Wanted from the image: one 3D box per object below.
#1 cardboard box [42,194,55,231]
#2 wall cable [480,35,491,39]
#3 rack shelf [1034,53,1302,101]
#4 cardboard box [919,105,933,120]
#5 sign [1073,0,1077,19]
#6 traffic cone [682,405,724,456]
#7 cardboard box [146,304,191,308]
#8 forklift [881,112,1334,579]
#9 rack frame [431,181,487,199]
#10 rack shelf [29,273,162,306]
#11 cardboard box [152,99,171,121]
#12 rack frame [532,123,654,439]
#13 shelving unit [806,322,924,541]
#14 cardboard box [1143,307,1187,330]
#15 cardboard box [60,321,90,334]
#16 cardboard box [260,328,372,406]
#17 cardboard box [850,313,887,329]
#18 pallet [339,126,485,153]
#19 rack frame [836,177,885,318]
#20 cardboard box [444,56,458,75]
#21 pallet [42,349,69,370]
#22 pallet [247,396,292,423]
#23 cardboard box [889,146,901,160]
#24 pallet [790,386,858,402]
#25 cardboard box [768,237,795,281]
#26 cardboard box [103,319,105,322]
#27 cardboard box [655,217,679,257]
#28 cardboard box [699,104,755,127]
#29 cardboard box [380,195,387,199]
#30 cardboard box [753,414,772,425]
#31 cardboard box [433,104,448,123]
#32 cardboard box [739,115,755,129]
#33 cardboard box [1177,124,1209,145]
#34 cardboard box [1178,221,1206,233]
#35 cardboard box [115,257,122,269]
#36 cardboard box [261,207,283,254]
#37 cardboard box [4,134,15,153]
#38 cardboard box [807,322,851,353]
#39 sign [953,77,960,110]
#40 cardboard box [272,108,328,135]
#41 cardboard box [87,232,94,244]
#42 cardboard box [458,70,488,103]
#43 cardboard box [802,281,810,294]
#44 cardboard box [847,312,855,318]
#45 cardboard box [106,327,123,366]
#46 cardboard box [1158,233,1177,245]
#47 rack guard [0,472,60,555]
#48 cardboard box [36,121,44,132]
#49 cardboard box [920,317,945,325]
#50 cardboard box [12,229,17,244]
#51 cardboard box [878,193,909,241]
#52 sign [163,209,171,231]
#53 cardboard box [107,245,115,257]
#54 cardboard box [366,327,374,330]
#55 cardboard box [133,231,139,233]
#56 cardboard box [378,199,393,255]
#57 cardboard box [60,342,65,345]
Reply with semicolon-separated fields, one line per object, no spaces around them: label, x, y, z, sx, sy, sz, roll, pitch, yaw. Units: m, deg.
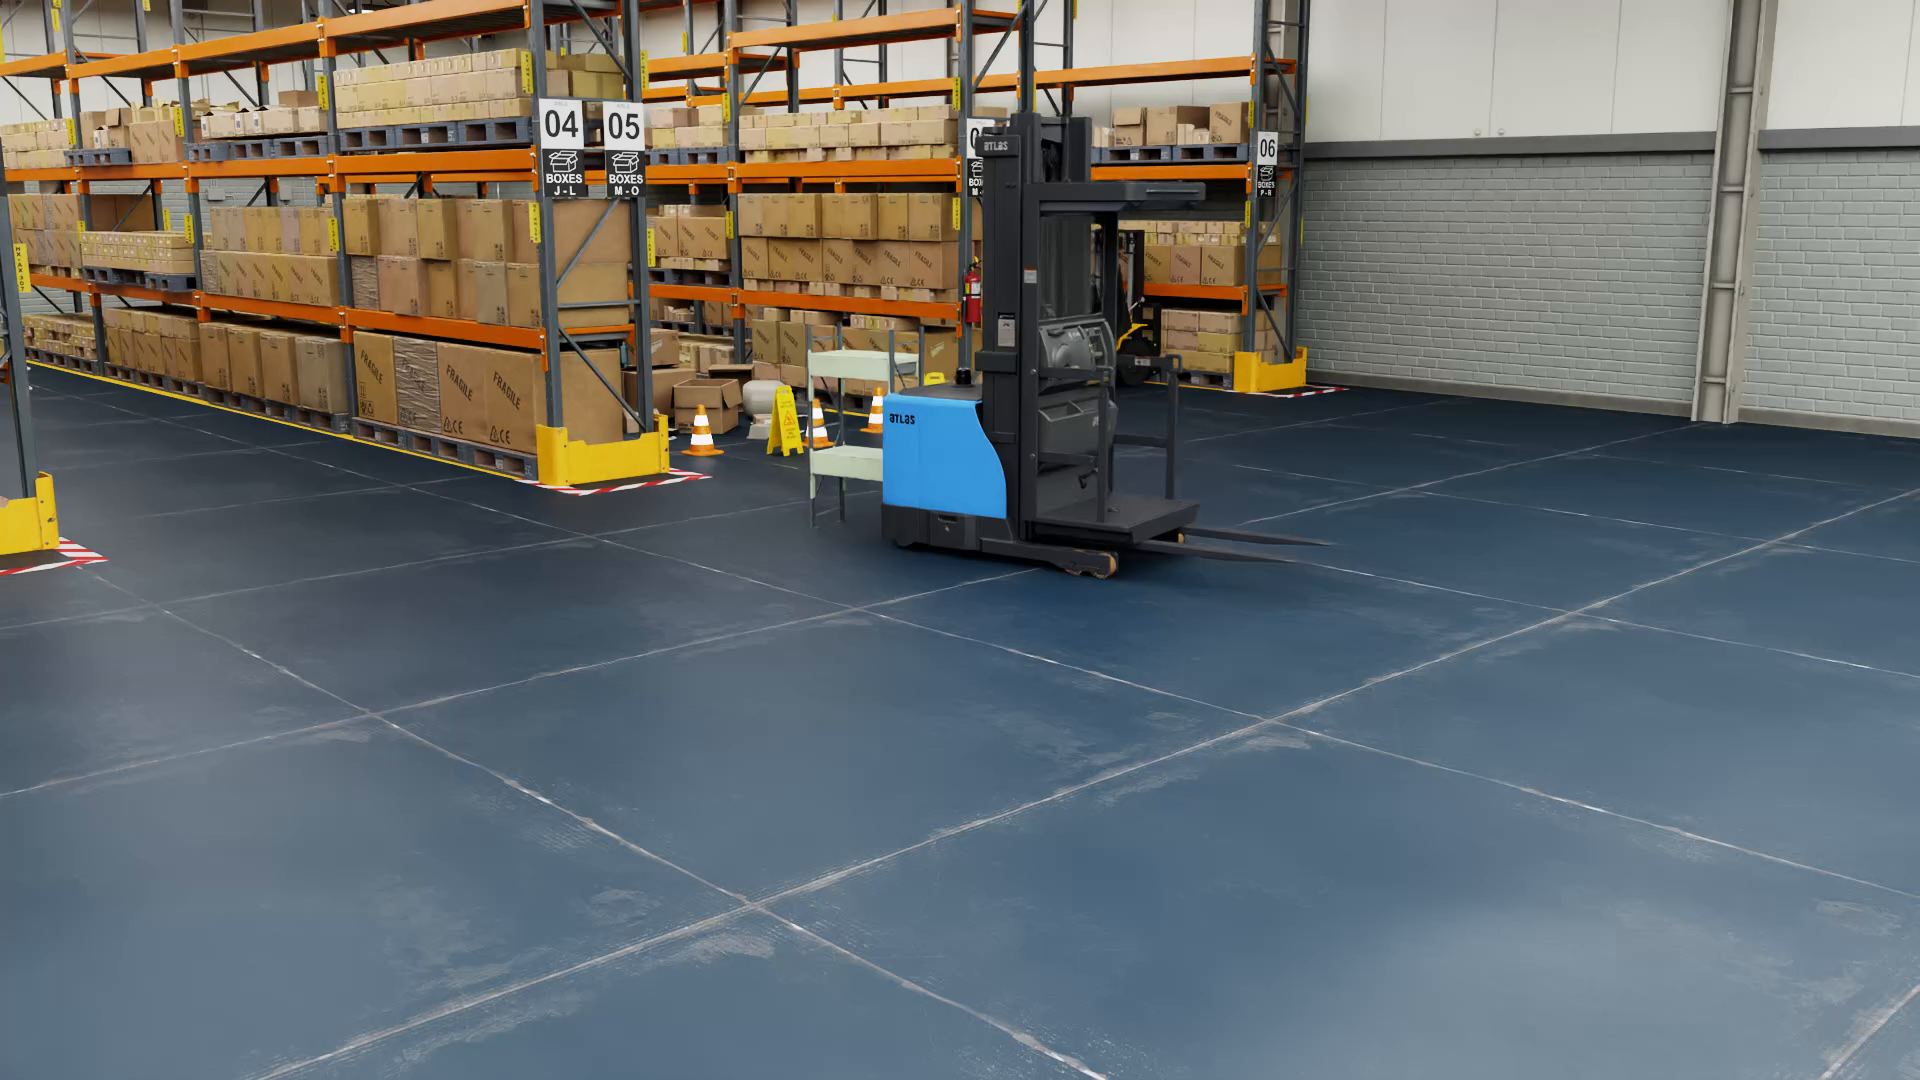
cardboard box;-12.641;-4.646;23.564;0.500;0.500;0.500;-10;16;-41
wall cable;-10.053;-12.424;36.131;2.988;3.039;0.133;-11;16;-43
rack shelf;2.587;-6.106;22.024;1.077;0.370;4.000;-11;16;-43
cardboard box;-0.216;-4.520;17.630;0.380;0.149;0.250;-11;16;-42
sign;1.624;-7.555;23.575;0.100;0.325;0.005;-11;16;-43
traffic cone;-2.469;-1.061;15.912;0.336;0.463;0.334;-11;16;-43
cardboard box;-10.719;-3.054;22.598;0.500;0.250;0.500;11;16;44
forklift;0.960;-1.309;11.000;3.031;2.935;1.130;8;14;32
rack frame;-7.906;-4.483;26.240;1.000;3.000;0.127;-11;16;-43
rack shelf;-12.798;-3.718;24.309;1.077;0.370;4.000;-11;16;-43
cardboard box;-9.486;-5.184;20.061;0.396;0.266;0.258;-11;16;-43
rack frame;-3.129;-2.028;14.320;1.000;3.000;0.127;-11;16;-43
shelving unit;-0.684;-0.802;12.089;0.755;1.500;0.431;8;14;32
cardboard box;2.712;-2.943;22.057;0.500;0.250;0.500;-11;16;-42
cardboard box;-12.609;-3.038;23.773;0.250;0.149;0.380;11;16;42
cardboard box;-7.049;-1.935;18.402;1.050;0.750;0.750;-11;16;-43
cardboard box;-1.015;-2.477;18.807;0.380;0.149;0.250;-10;15;-40
pallet;-5.334;-3.916;16.273;1.003;0.211;1.213;-11;16;-43
rack frame;-1.556;-4.592;26.766;1.000;3.000;0.127;-11;16;-43
cardboard box;-4.307;-4.169;14.638;0.380;0.149;0.250;-11;16;-42
pallet;-12.753;-2.684;24.418;1.003;0.211;1.213;-11;16;-43
pallet;-7.326;-1.526;18.794;1.003;0.211;1.213;-11;16;-43
cardboard box;-0.549;-4.213;18.115;0.380;0.149;0.250;-11;16;-42
pallet;-1.892;-1.857;20.402;1.003;0.211;1.213;-11;16;-43
cardboard box;-1.916;-3.338;19.693;0.500;0.500;0.500;-11;16;-43
cardboard box;-12.423;-3.149;24.313;0.250;0.149;0.380;11;16;43
cardboard box;-3.562;-3.900;21.382;0.500;0.500;0.500;-10;15;-41
cardboard box;-2.874;-5.229;20.517;0.500;0.250;0.500;-10;16;-41
cardboard box;-9.186;-5.536;27.014;0.380;0.149;0.250;-11;16;-44
cardboard box;-1.985;-1.246;17.589;0.380;0.149;0.250;-3;12;-13
cardboard box;-4.481;-3.815;14.896;0.380;0.149;0.250;-11;16;-42
cardboard box;-2.400;-4.961;19.771;0.380;0.149;0.250;-11;16;-44
cardboard box;3.001;-5.198;21.319;0.396;0.266;0.258;-11;16;-42
cardboard box;3.057;-4.072;21.652;0.380;0.149;0.250;-11;16;-42
cardboard box;-10.571;-3.550;21.291;0.380;0.149;0.250;-11;16;-44
cardboard box;-7.292;-3.444;18.470;0.700;0.500;0.500;-11;16;-43
cardboard box;-13.702;-5.827;24.460;0.500;0.250;0.500;-11;16;-43
cardboard box;-1.434;-2.266;19.392;0.500;0.500;0.500;-10;15;-40
sign;-0.034;-4.561;16.986;0.100;0.325;0.005;-11;16;-43
cardboard box;-6.904;-4.411;17.539;0.500;0.250;0.500;-11;16;-43
cardboard box;-11.280;-3.992;21.959;0.380;0.149;0.250;-10;16;-41
cardboard box;-4.014;-3.929;14.462;0.500;0.250;0.500;-11;16;-42
cardboard box;-1.626;-2.963;19.480;0.380;0.149;0.250;-11;16;-43
cardboard box;-2.004;-3.605;27.130;0.500;0.500;0.500;-10;15;-41
cardboard box;-11.098;-2.616;22.327;0.500;0.500;0.500;-10;15;-40
cardboard box;2.812;-3.952;21.806;0.250;0.149;0.380;11;16;43
rack guard;-6.839;-0.138;11.342;1.175;0.500;0.348;-11;16;-43
cardboard box;-12.742;-5.807;23.377;0.380;0.149;0.250;-11;16;-43
cardboard box;-0.213;-3.349;25.578;0.625;0.625;0.875;11;16;43
cardboard box;-14.069;-4.453;25.109;0.500;0.500;0.500;-10;15;-40
cardboard box;-0.474;-3.536;18.176;0.700;0.500;0.500;-11;16;-42
sign;-11.017;-4.424;23.081;0.100;0.325;0.005;-11;16;-43
cardboard box;-10.750;-3.734;21.445;0.380;0.149;0.250;-10;15;-40
cardboard box;-9.502;-3.803;28.247;0.875;0.438;0.875;-10;16;-41
cardboard box;-10.998;-4.122;22.591;0.380;0.149;0.250;-10;15;-40
cardboard box;-5.198;-3.091;16.433;0.875;0.550;0.550;-11;16;-43
cardboard box;-12.780;-2.797;24.076;0.380;0.149;0.250;-11;16;-41
